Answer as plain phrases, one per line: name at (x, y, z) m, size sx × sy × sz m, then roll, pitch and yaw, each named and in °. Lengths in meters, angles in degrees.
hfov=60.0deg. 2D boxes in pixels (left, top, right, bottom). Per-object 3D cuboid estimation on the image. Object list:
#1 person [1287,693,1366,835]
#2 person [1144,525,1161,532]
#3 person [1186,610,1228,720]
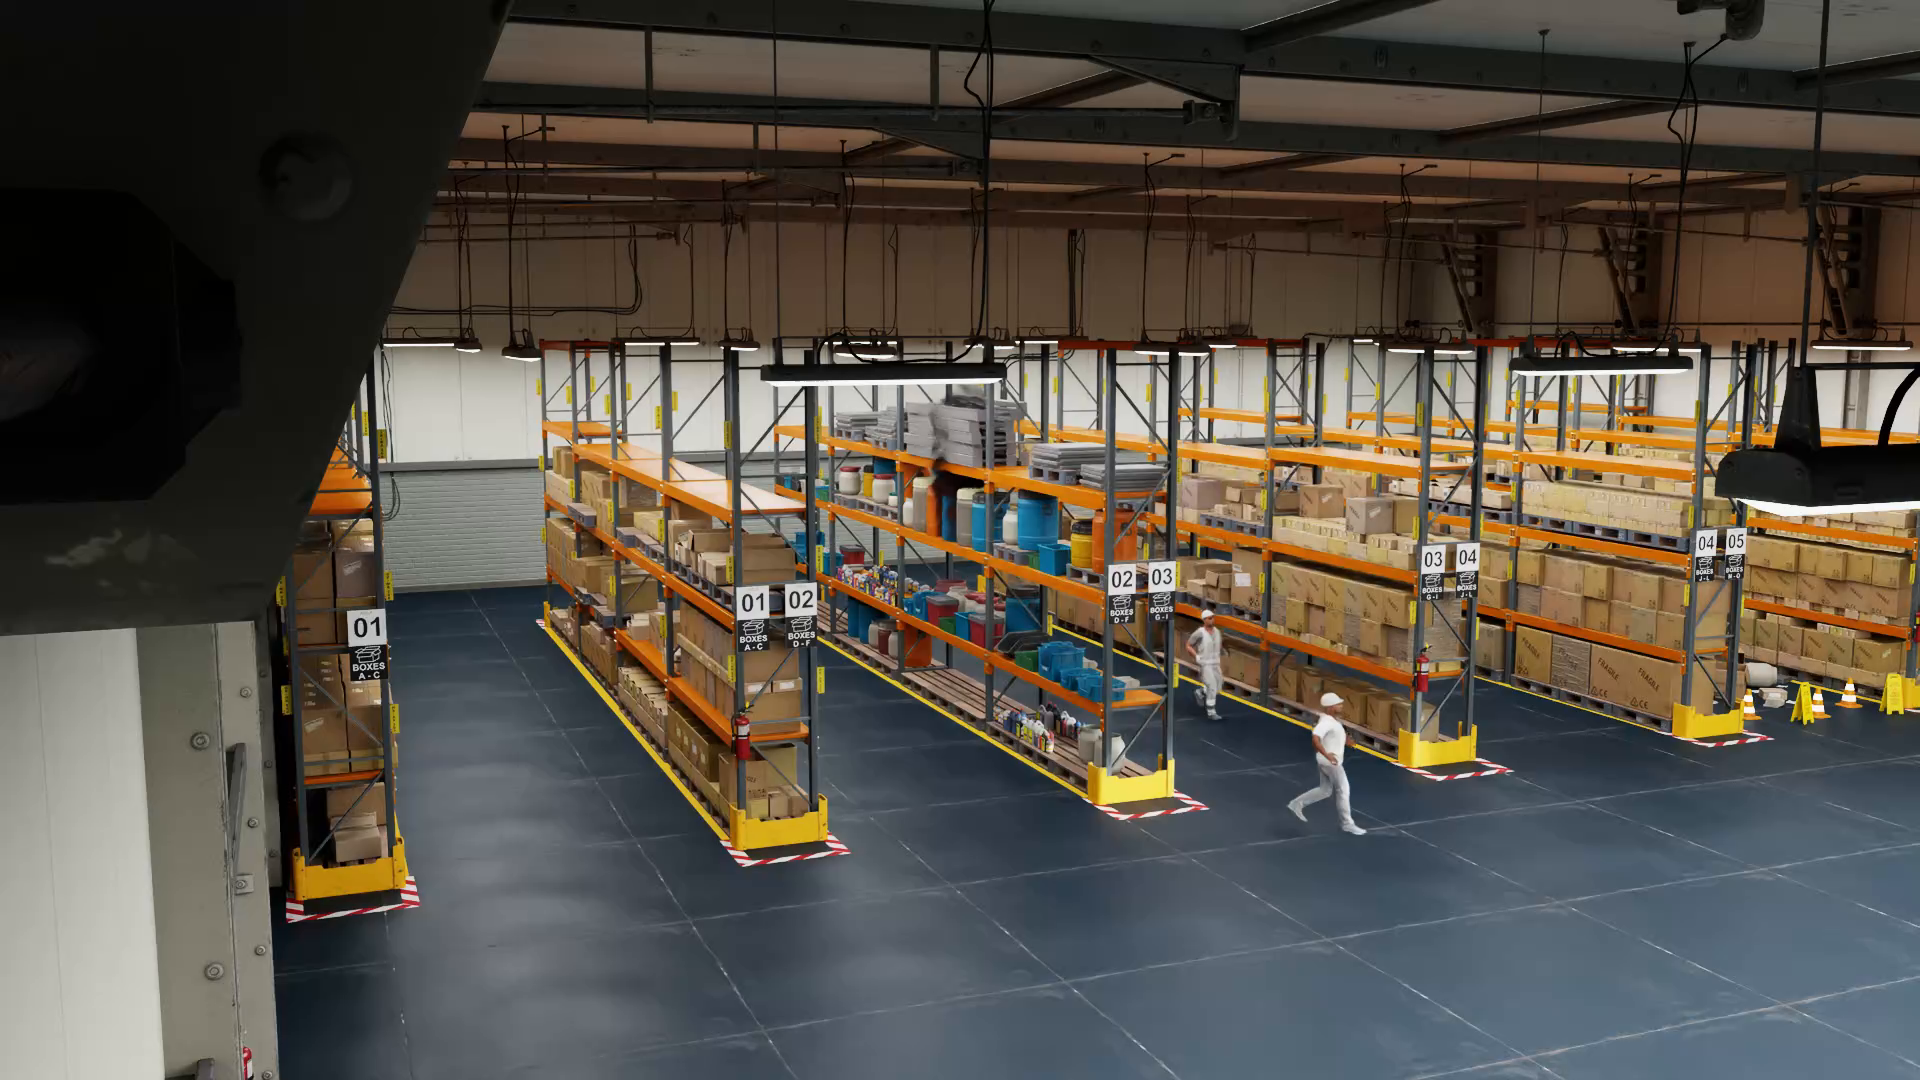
person at (4.583, 2.772, 20.682) m, size 0.971 × 1.773 × 0.699 m, roll 1°, pitch 7°, yaw 6°
person at (4.709, 0.196, 41.135) m, size 0.577 × 1.593 × 0.836 m, roll 5°, pitch 9°, yaw 34°
person at (3.972, 1.994, 26.753) m, size 0.663 × 1.748 × 0.780 m, roll -4°, pitch 9°, yaw -31°
